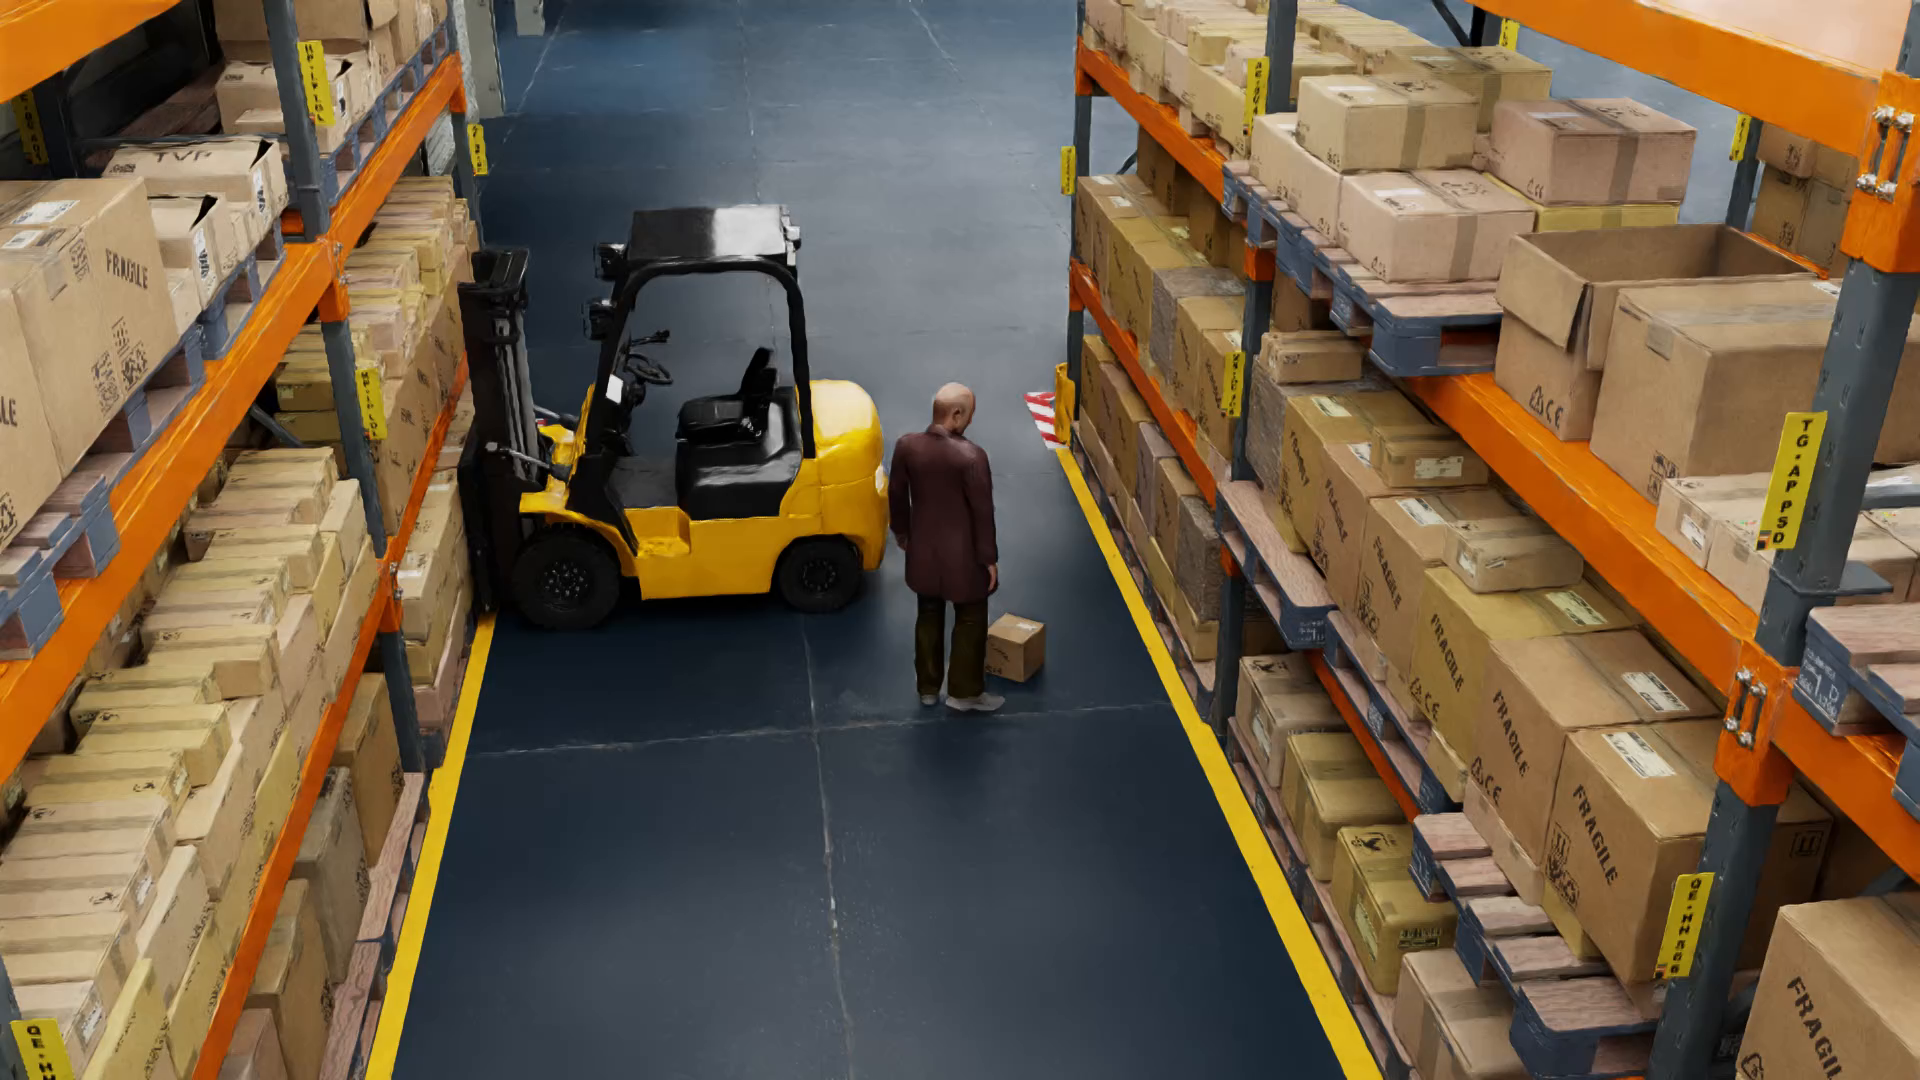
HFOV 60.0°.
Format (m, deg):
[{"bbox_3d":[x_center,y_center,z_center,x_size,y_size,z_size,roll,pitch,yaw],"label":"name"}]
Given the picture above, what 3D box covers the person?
[{"bbox_3d":[-0.073,0.059,8.534,0.682,1.828,0.377,13,29,23],"label":"person"}]
